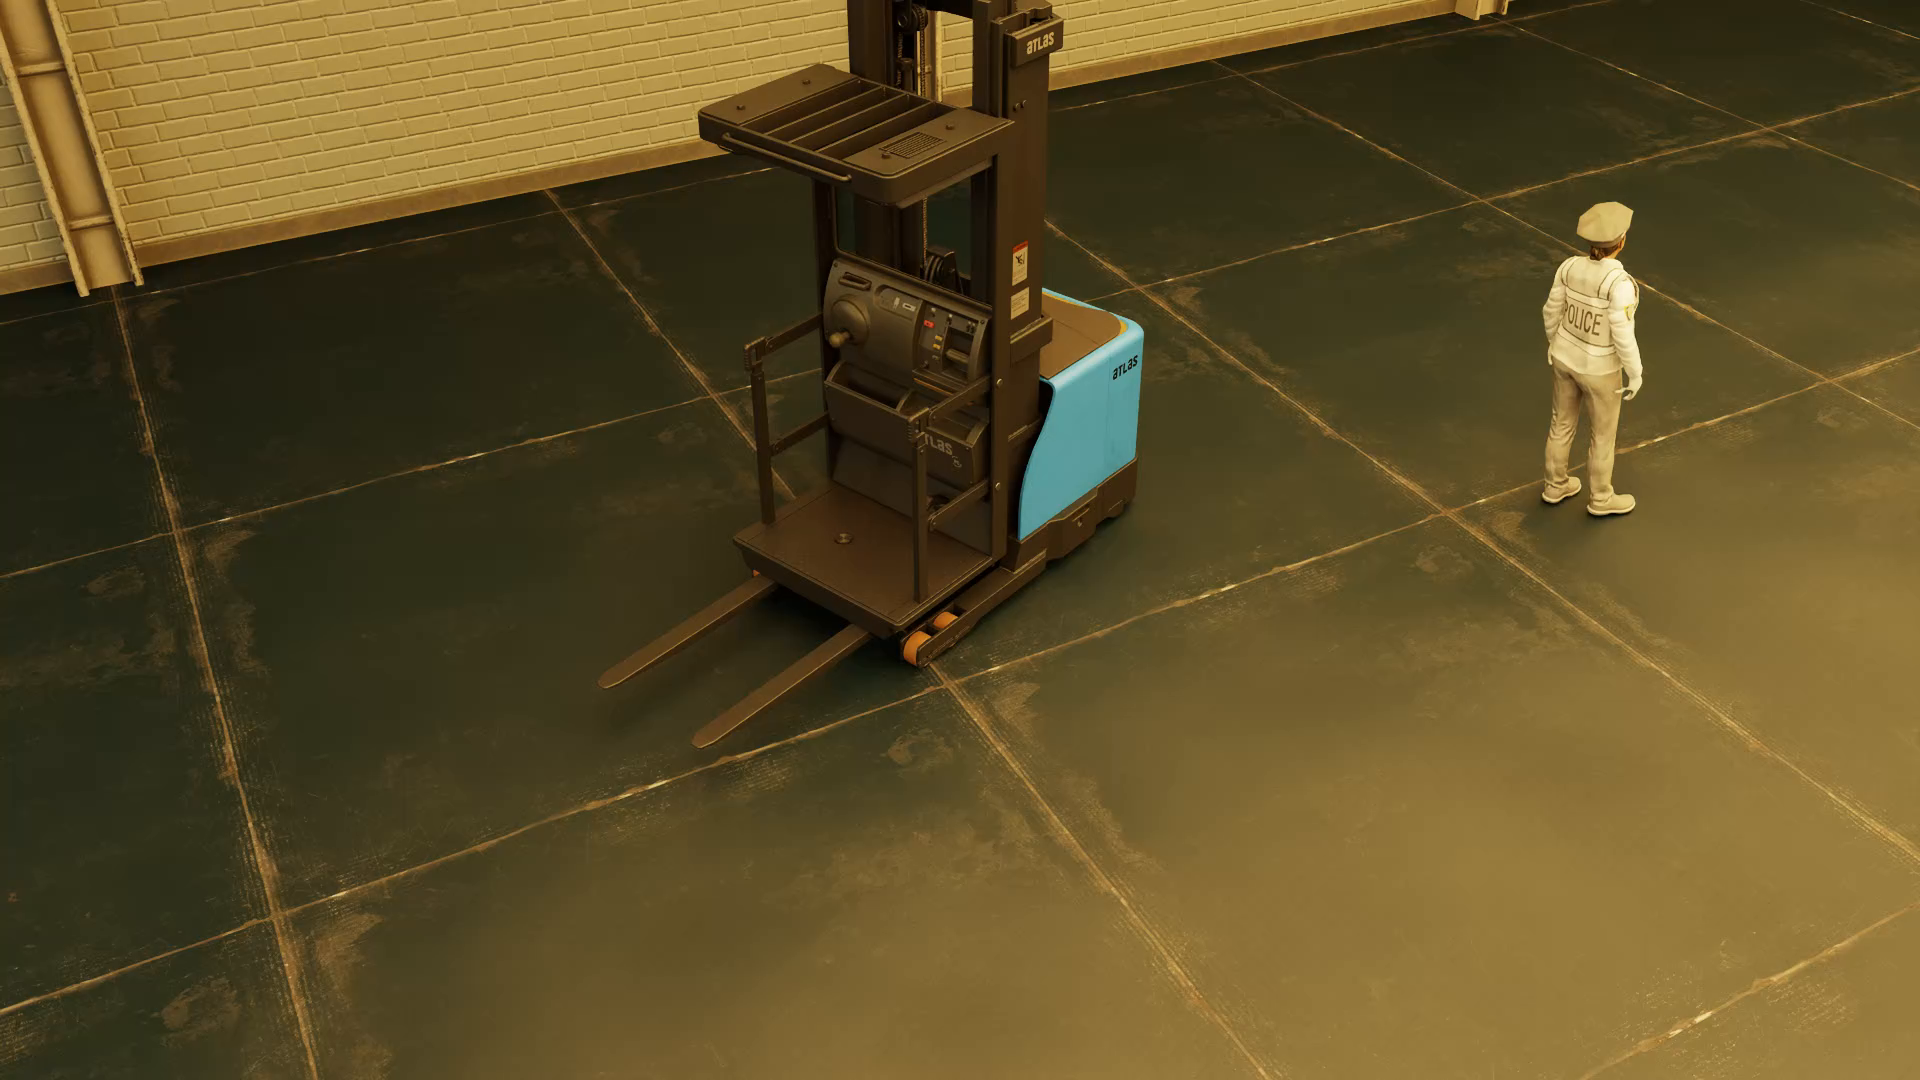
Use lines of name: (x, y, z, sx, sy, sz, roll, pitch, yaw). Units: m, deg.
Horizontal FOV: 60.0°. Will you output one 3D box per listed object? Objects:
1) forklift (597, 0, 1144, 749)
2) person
forklift: (-0.390, -0.927, 7.434, 1.130, 2.935, 3.031, 26, 43, 31)
person: (3.254, -0.925, 8.490, 0.531, 1.694, 0.586, -20, 40, -26)
